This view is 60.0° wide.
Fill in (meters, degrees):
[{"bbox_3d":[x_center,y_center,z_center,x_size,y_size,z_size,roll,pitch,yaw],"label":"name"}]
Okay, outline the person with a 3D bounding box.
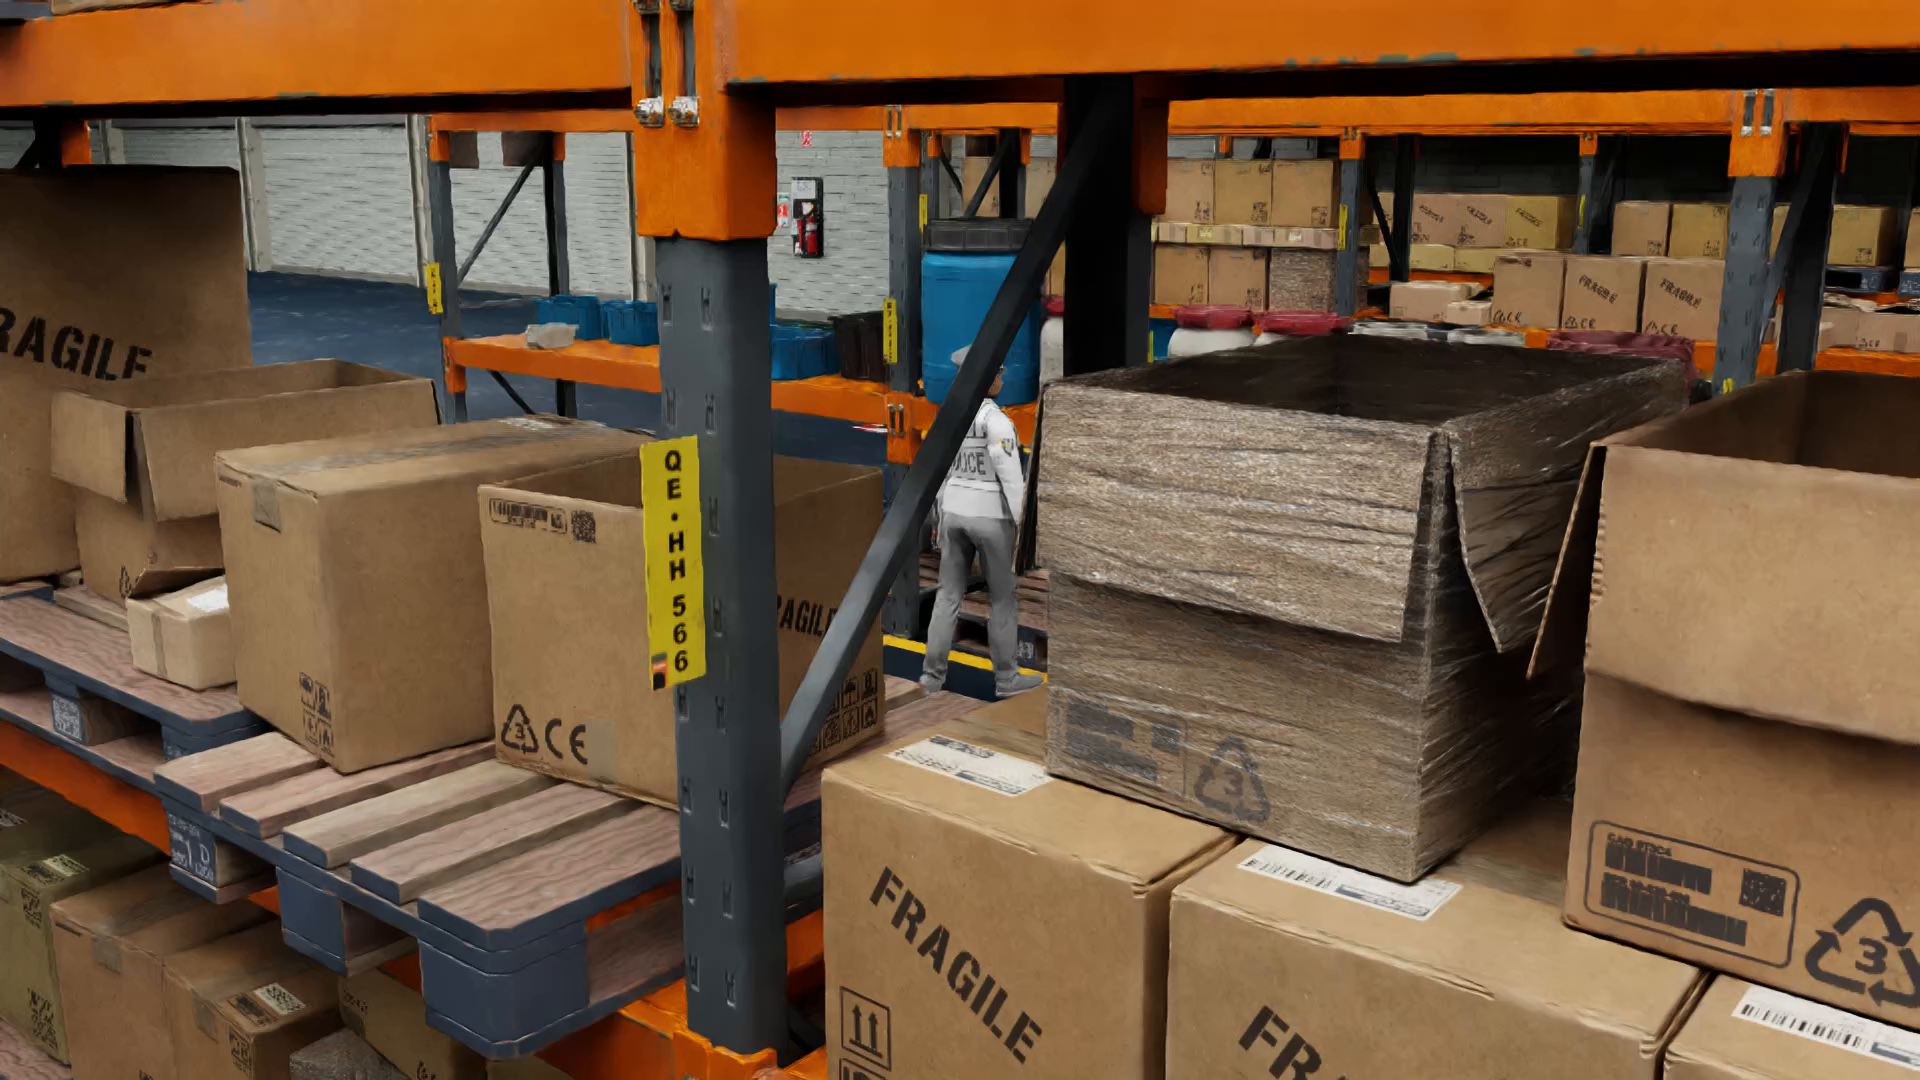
[{"bbox_3d":[0.125,-0.081,7.726,0.644,1.666,0.561,13,19,43],"label":"person"}]
